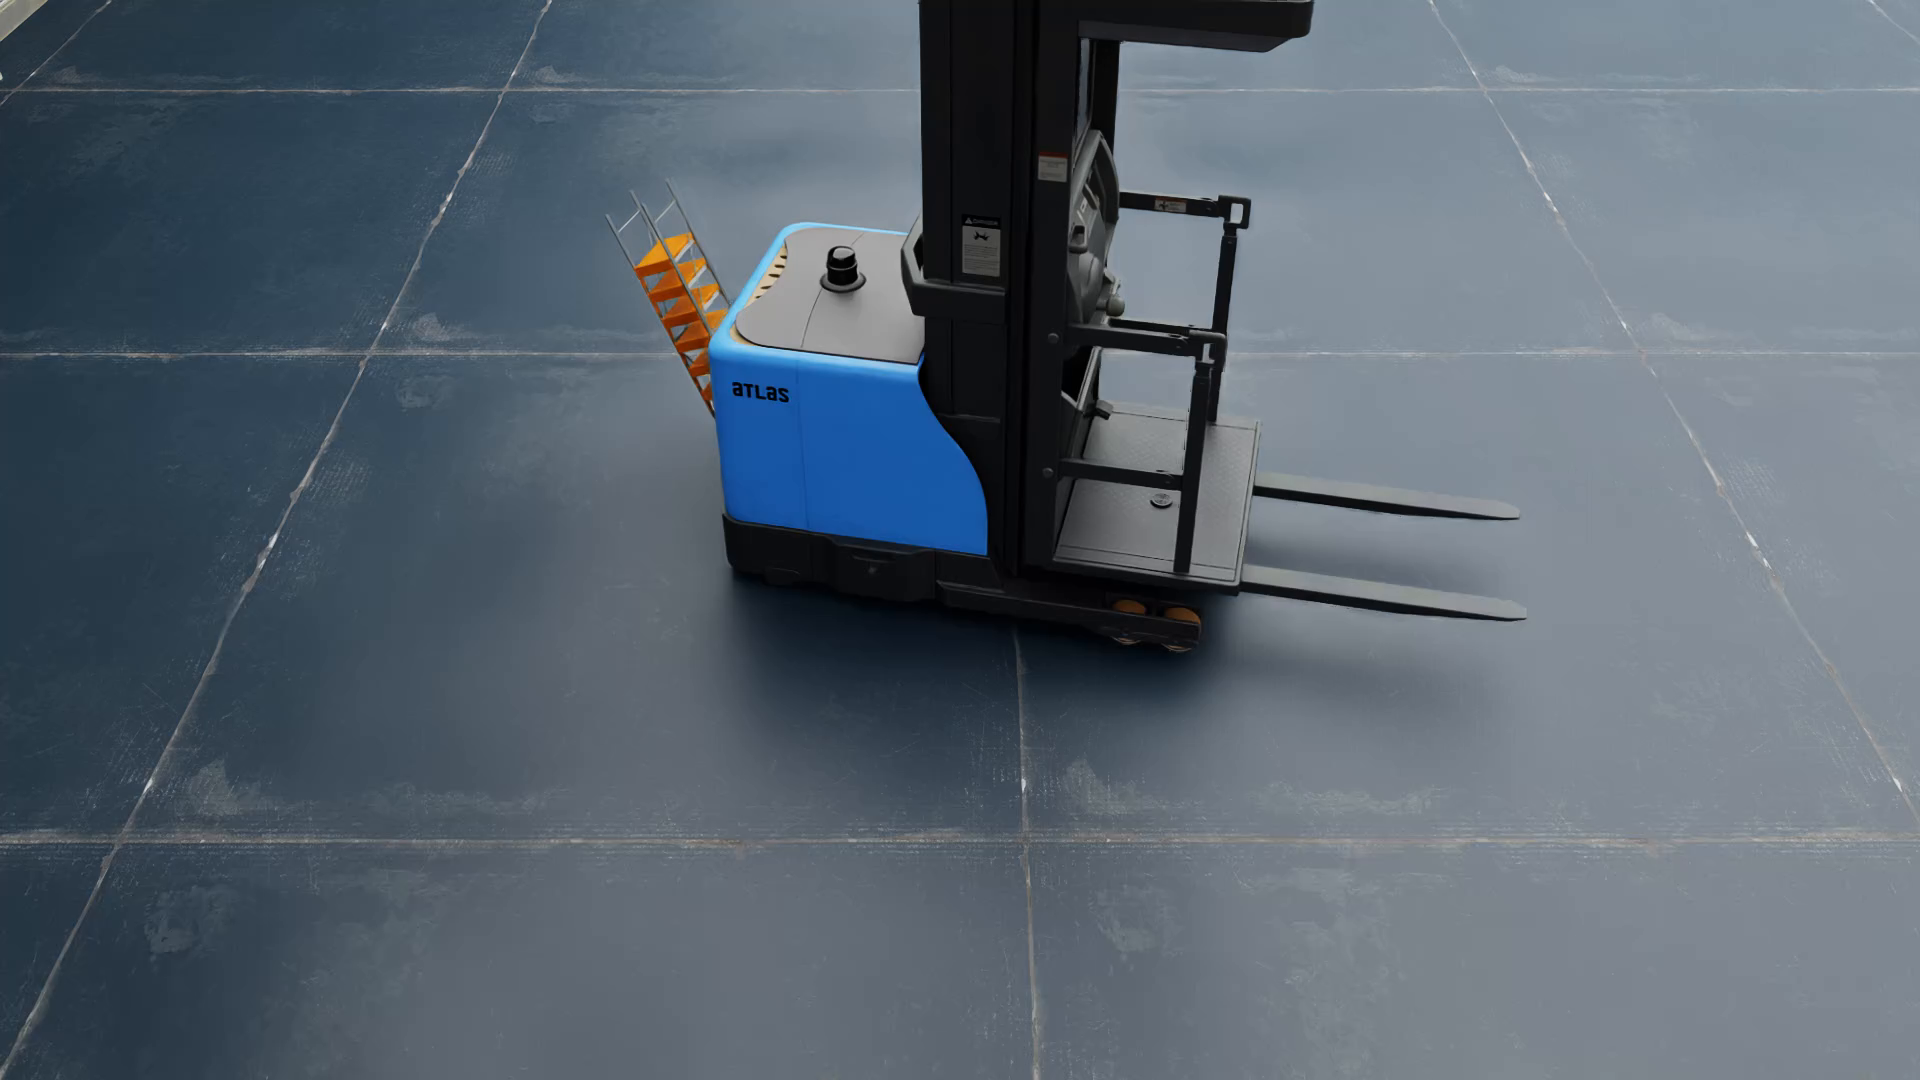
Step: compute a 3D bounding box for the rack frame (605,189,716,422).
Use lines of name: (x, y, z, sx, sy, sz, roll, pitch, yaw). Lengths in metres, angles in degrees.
rack frame: (-1.147, -0.880, 6.960, 0.006, 1.200, 0.240, -9, 33, 27)

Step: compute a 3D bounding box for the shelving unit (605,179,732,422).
shelving unit: (-1.066, -0.892, 6.919, 0.189, 1.200, 0.258, -9, 33, 27)

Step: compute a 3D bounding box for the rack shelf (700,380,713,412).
rack shelf: (-0.960, -0.668, 7.058, 0.180, 0.103, 0.258, -9, 33, 27)

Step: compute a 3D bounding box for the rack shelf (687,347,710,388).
rack shelf: (-1.005, -0.763, 7.000, 0.180, 0.103, 0.258, -9, 33, 27)

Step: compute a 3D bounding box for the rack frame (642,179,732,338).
rack frame: (-0.985, -0.905, 6.878, 0.006, 1.200, 0.240, -9, 33, 27)

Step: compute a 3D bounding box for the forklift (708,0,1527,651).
forklift: (0.653, -1.093, 5.770, 3.031, 2.935, 1.130, 8, 39, 10)

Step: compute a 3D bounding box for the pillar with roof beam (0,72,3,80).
pillar with roof beam: (-1.798, -6.266, 7.374, 9.100, 9.000, 0.400, 0, 39, 0)

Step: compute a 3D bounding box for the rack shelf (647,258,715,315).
rack shelf: (-1.138, -1.046, 6.823, 0.180, 0.103, 0.258, -9, 33, 27)

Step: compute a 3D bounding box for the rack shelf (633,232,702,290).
rack shelf: (-1.183, -1.141, 6.764, 0.180, 0.103, 0.258, -9, 33, 27)

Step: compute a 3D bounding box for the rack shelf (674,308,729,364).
rack shelf: (-1.049, -0.857, 6.941, 0.180, 0.103, 0.258, -9, 33, 27)

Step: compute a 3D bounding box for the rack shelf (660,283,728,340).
rack shelf: (-1.094, -0.952, 6.882, 0.180, 0.103, 0.258, -9, 33, 27)
